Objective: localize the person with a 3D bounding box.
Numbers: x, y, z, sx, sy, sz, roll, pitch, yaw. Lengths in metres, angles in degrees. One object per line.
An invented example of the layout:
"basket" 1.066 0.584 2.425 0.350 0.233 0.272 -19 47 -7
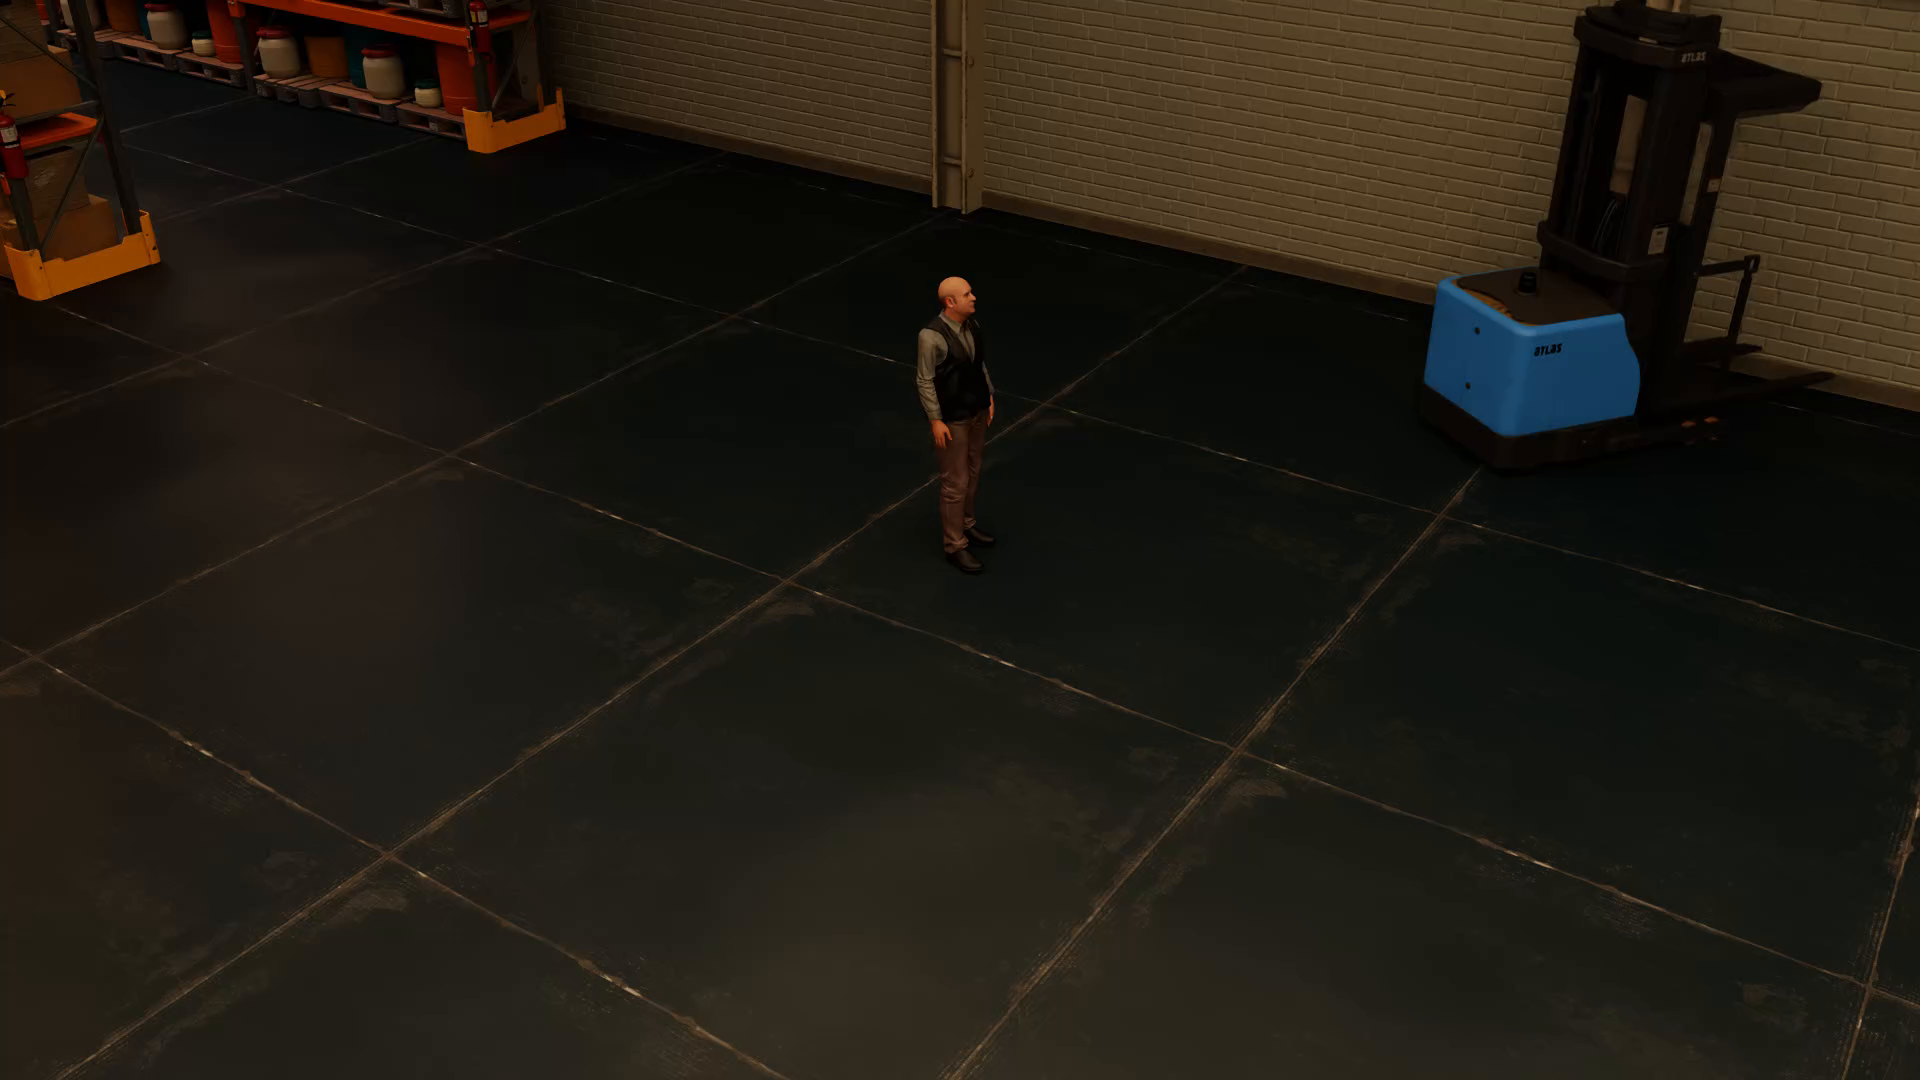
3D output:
"person" 0.055 -0.728 10.025 0.551 1.722 0.633 19 35 29

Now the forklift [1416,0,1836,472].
"forklift" 4.851 -2.171 11.319 3.031 2.935 1.130 -10 32 -17
